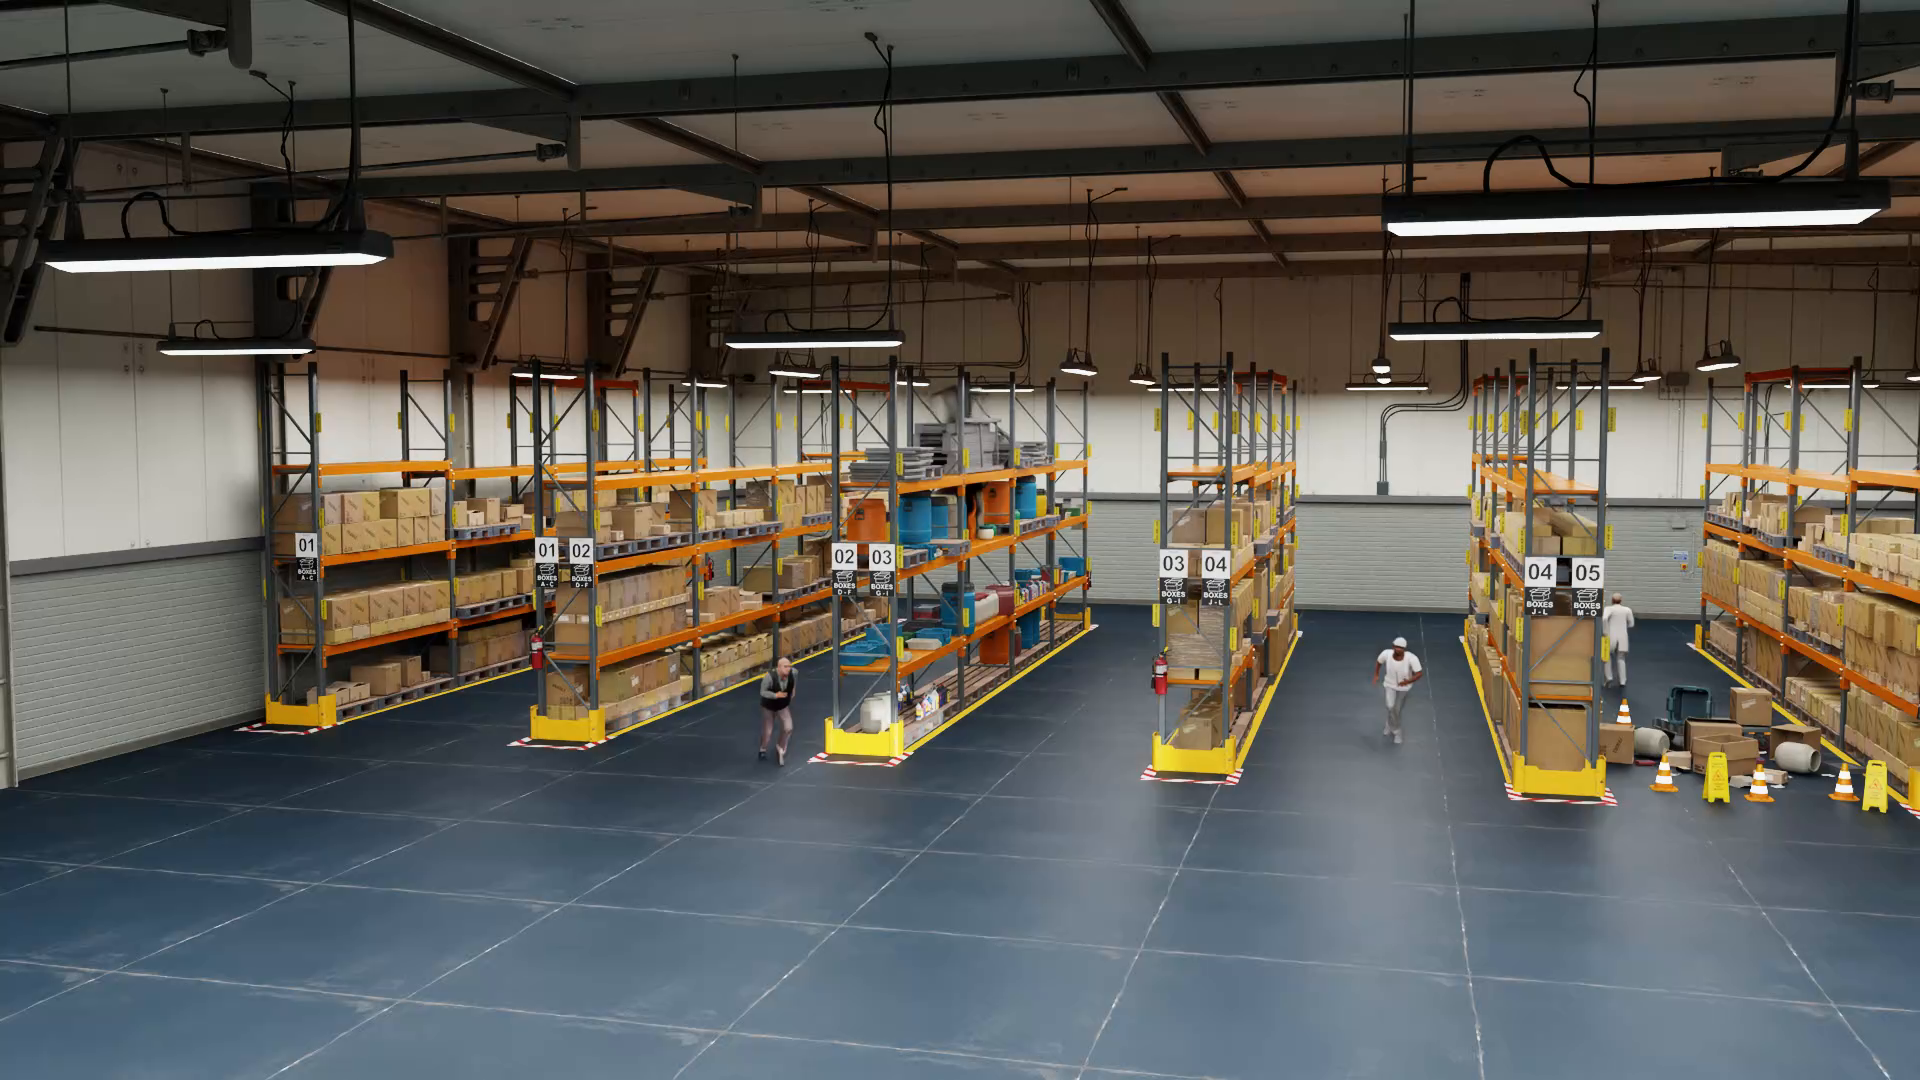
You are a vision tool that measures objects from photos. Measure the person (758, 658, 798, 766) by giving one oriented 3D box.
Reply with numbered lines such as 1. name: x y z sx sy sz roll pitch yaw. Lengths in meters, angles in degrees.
1. person: -2.681 2.506 24.389 0.695 1.643 0.978 -2 5 -32

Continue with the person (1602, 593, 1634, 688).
1. person: 12.357 1.929 31.294 0.640 1.820 0.908 1 4 12

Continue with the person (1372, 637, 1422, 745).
1. person: 6.878 2.332 26.189 0.749 1.695 0.873 1 4 13
